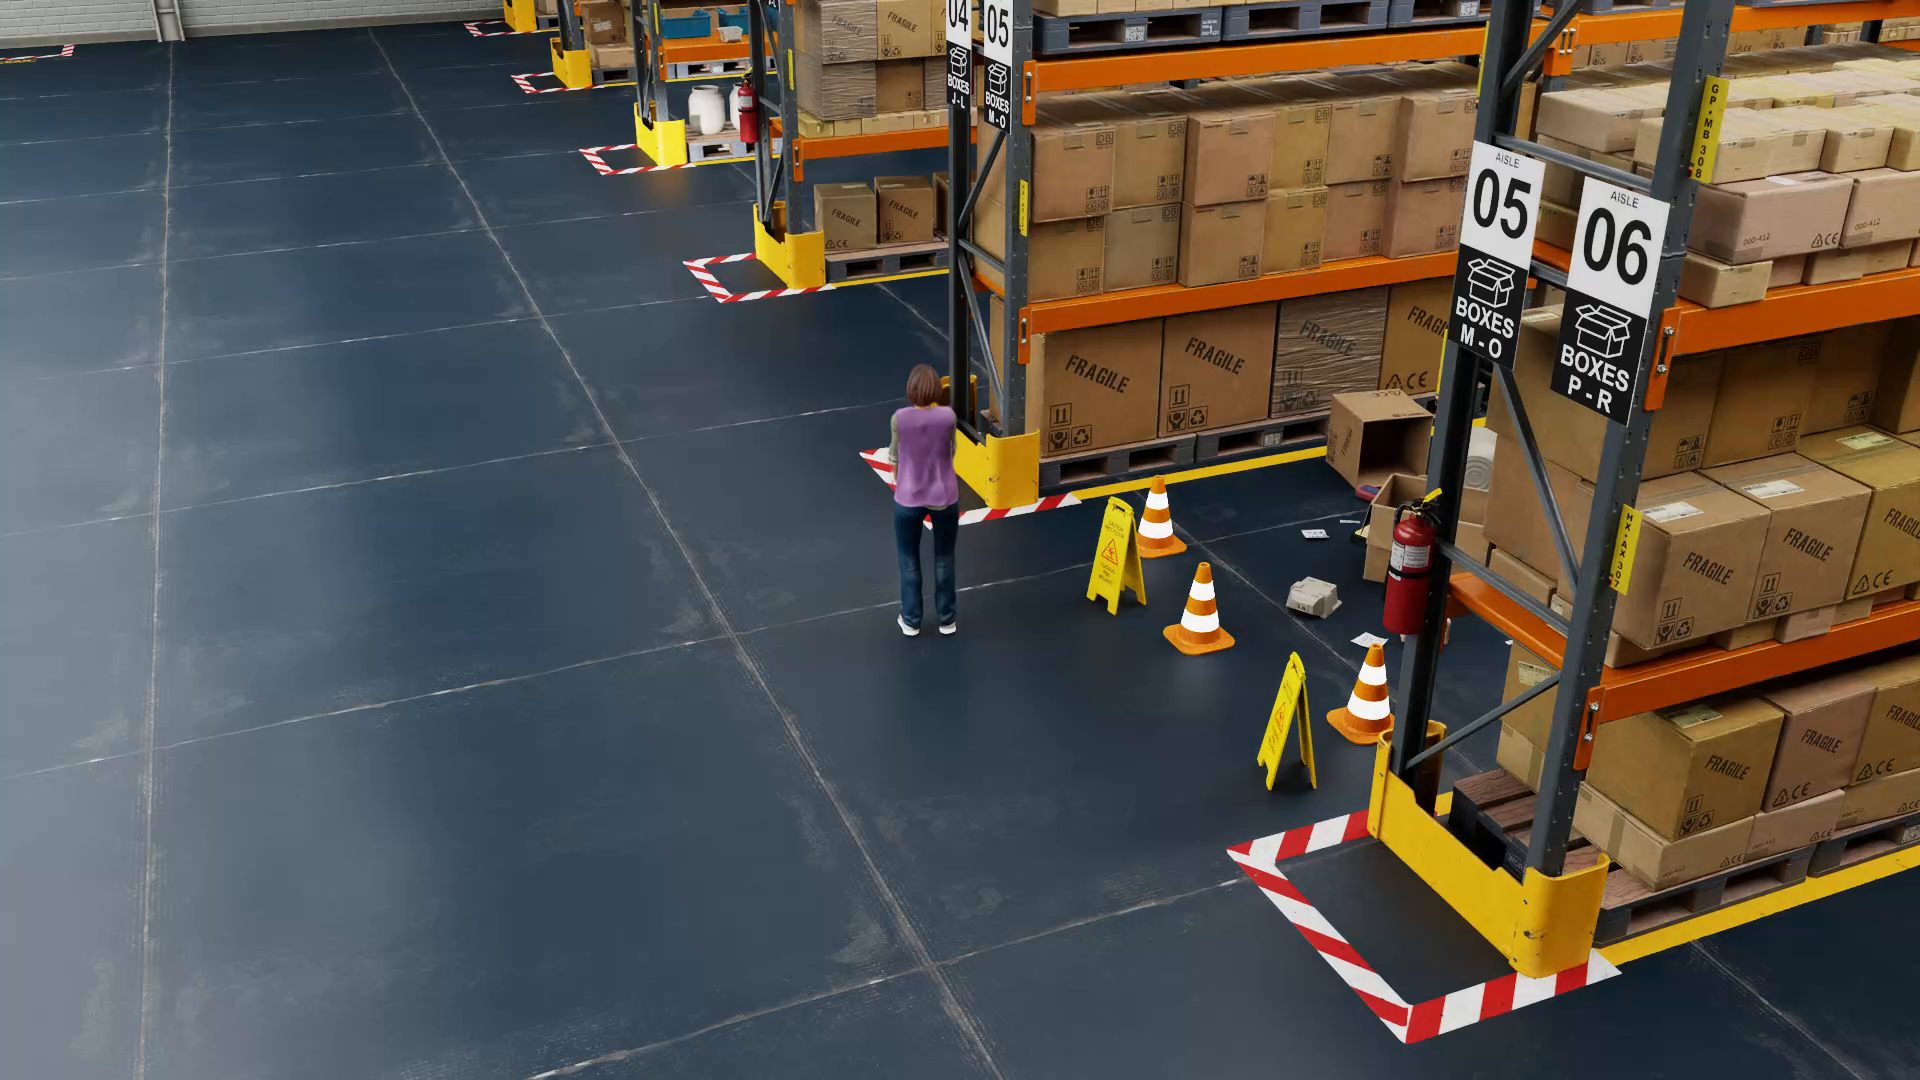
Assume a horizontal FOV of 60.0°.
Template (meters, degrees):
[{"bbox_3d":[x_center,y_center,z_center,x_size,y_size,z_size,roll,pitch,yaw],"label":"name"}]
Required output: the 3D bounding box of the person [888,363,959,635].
[{"bbox_3d":[-0.199,-0.249,9.134,0.380,1.599,0.495,-3,26,-6],"label":"person"}]
